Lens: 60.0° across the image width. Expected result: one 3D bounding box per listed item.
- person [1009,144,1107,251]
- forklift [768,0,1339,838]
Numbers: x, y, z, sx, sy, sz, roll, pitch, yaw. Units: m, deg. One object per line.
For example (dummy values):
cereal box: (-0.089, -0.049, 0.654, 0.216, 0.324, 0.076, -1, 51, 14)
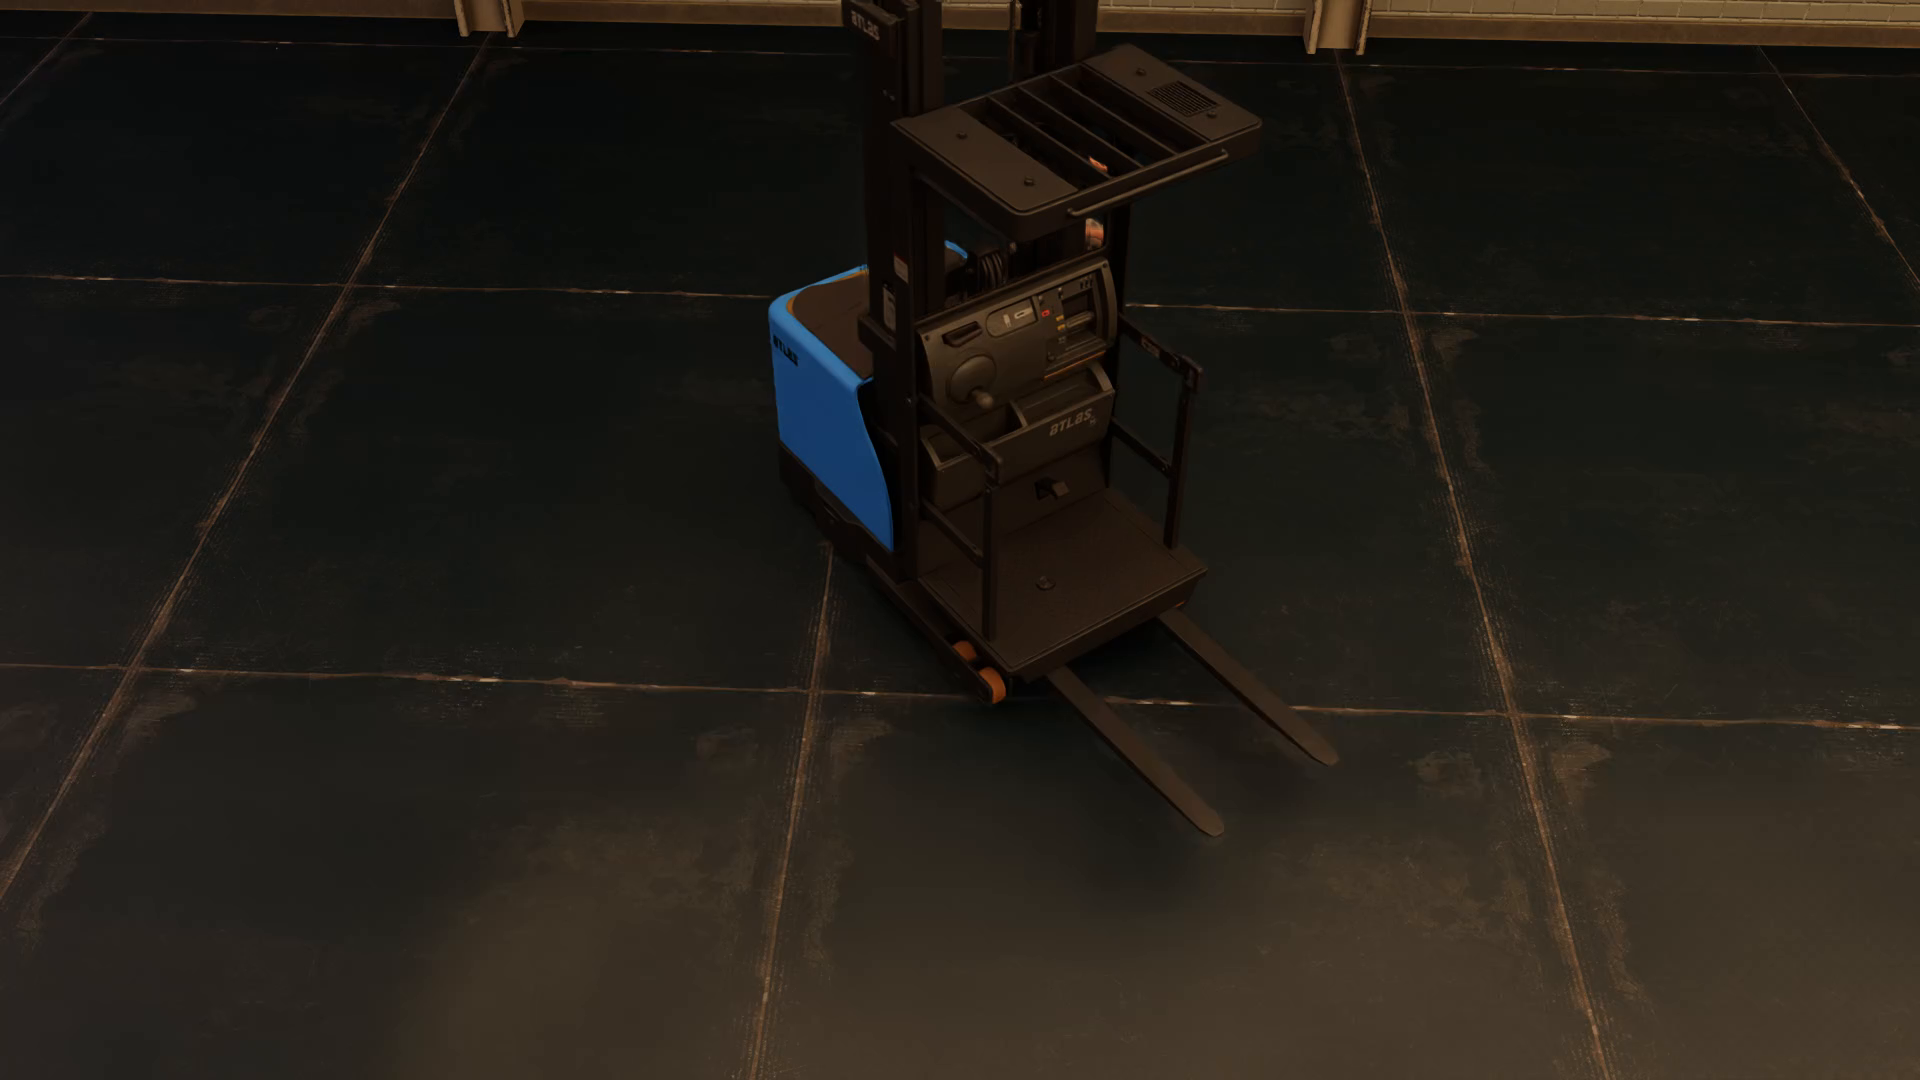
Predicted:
person: (0.567, -1.569, 8.651, 0.694, 1.376, 0.797, 17, 45, 17)
forklift: (0.371, -0.747, 6.561, 1.130, 2.935, 3.031, -25, 48, -25)
